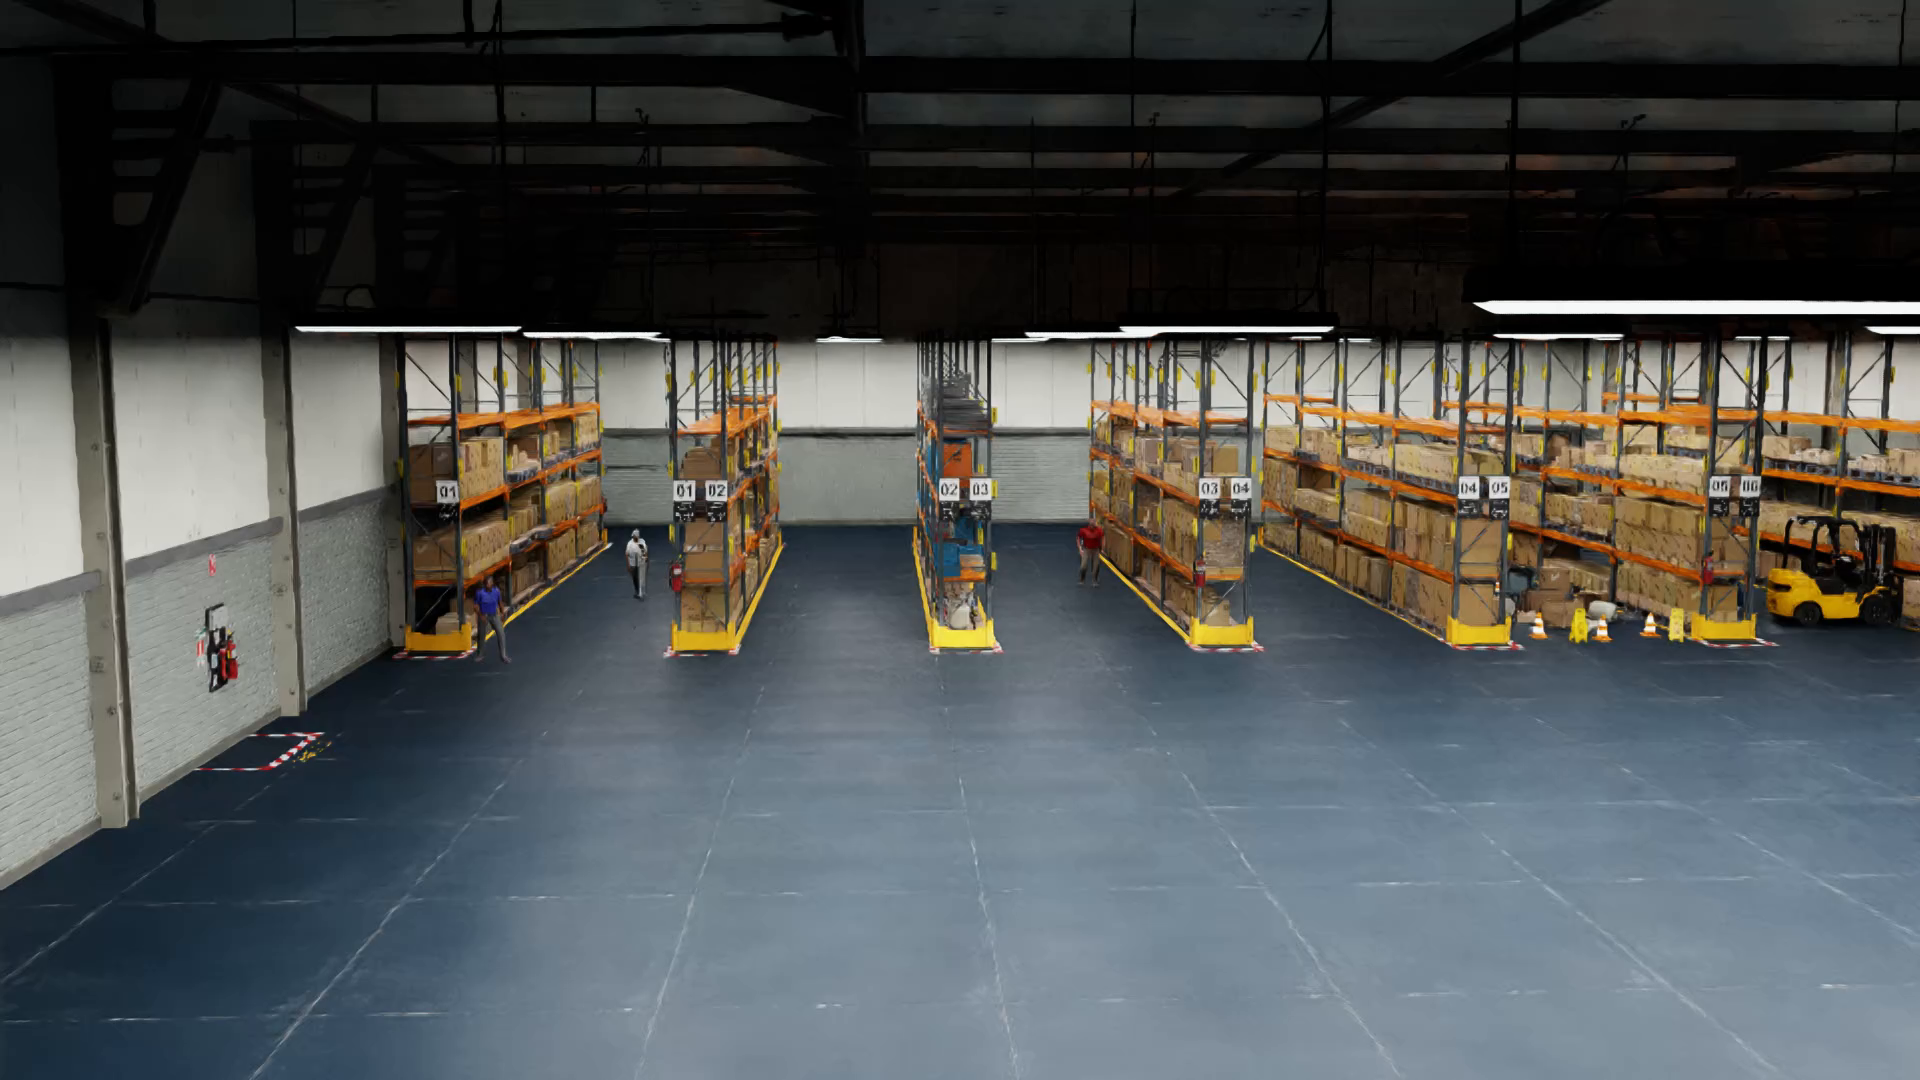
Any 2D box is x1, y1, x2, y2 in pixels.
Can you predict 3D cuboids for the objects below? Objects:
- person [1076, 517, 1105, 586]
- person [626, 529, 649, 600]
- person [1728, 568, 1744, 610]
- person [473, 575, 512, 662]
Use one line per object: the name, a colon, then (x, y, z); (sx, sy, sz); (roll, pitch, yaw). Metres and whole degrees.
person: (3.086, 0.266, 39.322); (0.682, 1.676, 0.529); (-1, 7, -5)
person: (-7.242, 0.533, 37.298); (0.497, 1.582, 1.090); (0, 7, -1)
person: (16.696, 0.694, 35.930); (0.502, 1.598, 0.511); (3, 7, 23)
person: (-8.467, 1.400, 29.958); (0.615, 1.595, 0.780); (-3, 7, -23)
